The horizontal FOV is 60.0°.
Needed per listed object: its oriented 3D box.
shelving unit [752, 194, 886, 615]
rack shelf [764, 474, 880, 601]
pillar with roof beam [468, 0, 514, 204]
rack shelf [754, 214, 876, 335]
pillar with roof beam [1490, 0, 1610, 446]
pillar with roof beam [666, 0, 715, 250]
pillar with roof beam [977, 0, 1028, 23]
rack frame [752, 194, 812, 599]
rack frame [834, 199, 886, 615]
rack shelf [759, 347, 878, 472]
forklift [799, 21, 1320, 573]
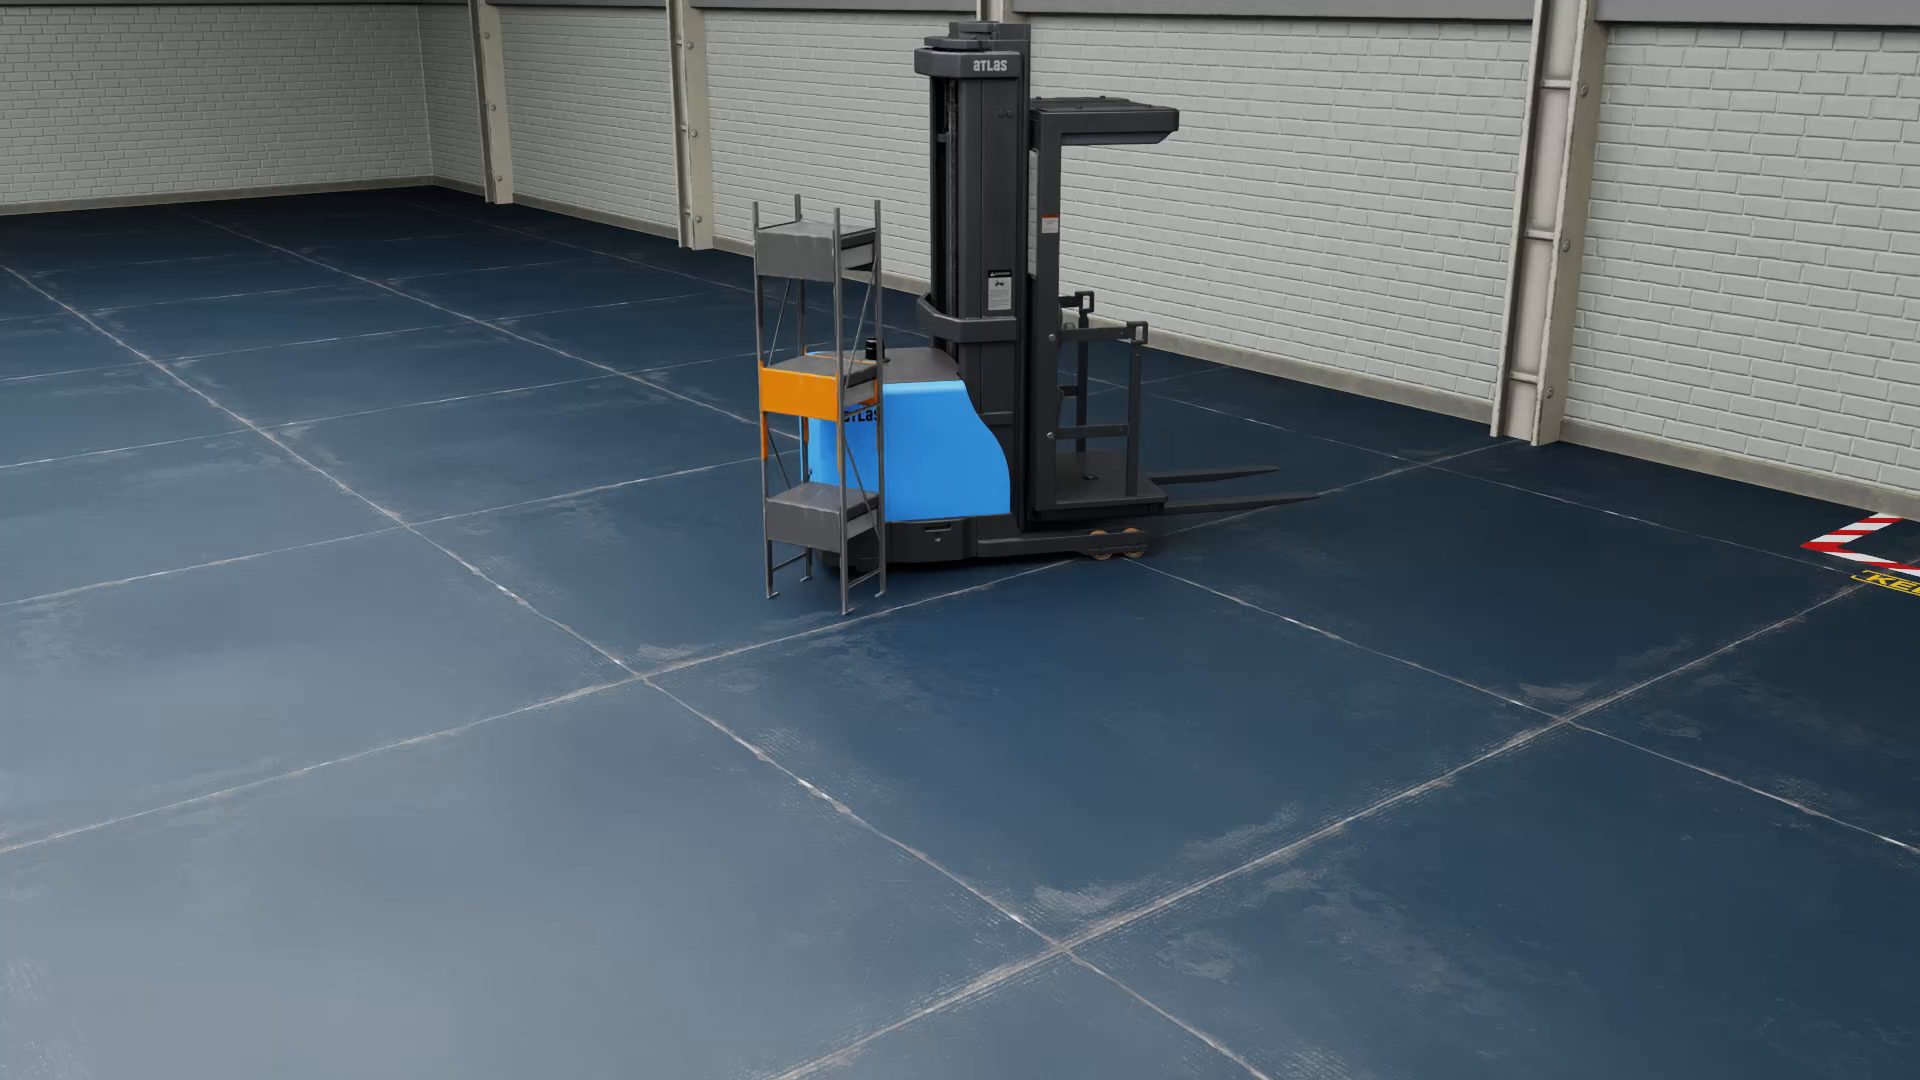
[{"bbox_3d":[-0.717,-0.697,8.627,0.503,2.100,0.431,10,21,28],"label":"shelving unit"},{"bbox_3d":[-0.718,-0.019,8.850,0.480,0.518,0.431,10,21,28],"label":"rack shelf"},{"bbox_3d":[-10.429,-8.616,21.567,9.100,9.000,0.400,-14,23,-36],"label":"pillar with roof beam"},{"bbox_3d":[-0.717,-1.349,8.412,0.480,0.518,0.431,10,21,28],"label":"rack shelf"},{"bbox_3d":[0.747,-4.181,8.172,9.100,9.000,0.400,-14,23,-36],"label":"pillar with roof beam"},{"bbox_3d":[-6.703,-7.138,17.102,9.100,9.000,0.400,-14,23,-36],"label":"pillar with roof beam"},{"bbox_3d":[-2.978,-5.659,12.637,9.100,9.000,0.400,-14,23,-36],"label":"pillar with roof beam"},{"bbox_3d":[-0.929,-0.735,8.742,0.015,2.100,0.400,10,21,28],"label":"rack frame"},{"bbox_3d":[-0.506,-0.659,8.512,0.015,2.100,0.400,10,21,28],"label":"rack frame"},{"bbox_3d":[-0.717,-0.684,8.631,0.480,0.518,0.431,10,21,28],"label":"rack shelf"},{"bbox_3d":[0.607,-1.435,9.535,3.031,2.935,1.130,-4,19,-12],"label":"forklift"}]
